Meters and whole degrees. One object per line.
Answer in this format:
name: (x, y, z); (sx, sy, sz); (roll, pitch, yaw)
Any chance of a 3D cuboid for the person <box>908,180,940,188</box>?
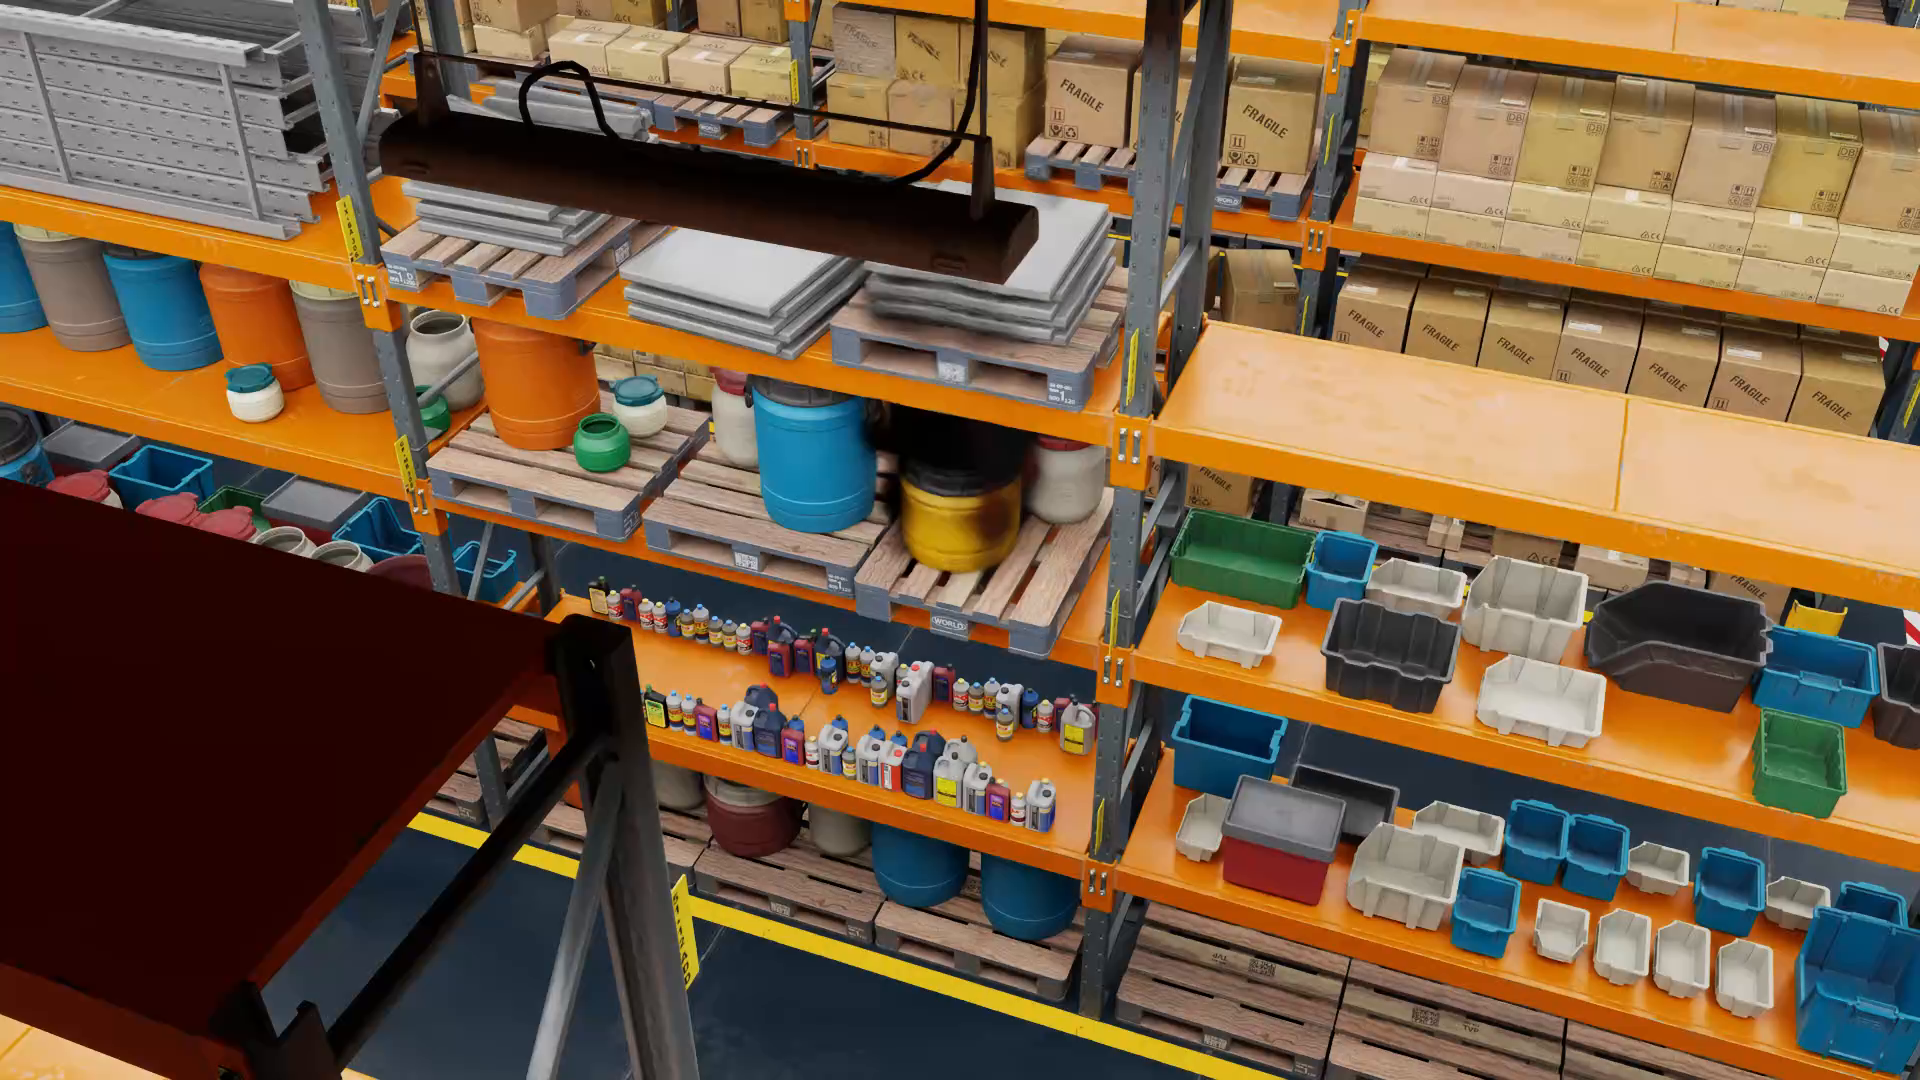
person: (-0.410, -2.960, 15.972); (0.513, 1.666, 0.667); (14, 39, 18)
